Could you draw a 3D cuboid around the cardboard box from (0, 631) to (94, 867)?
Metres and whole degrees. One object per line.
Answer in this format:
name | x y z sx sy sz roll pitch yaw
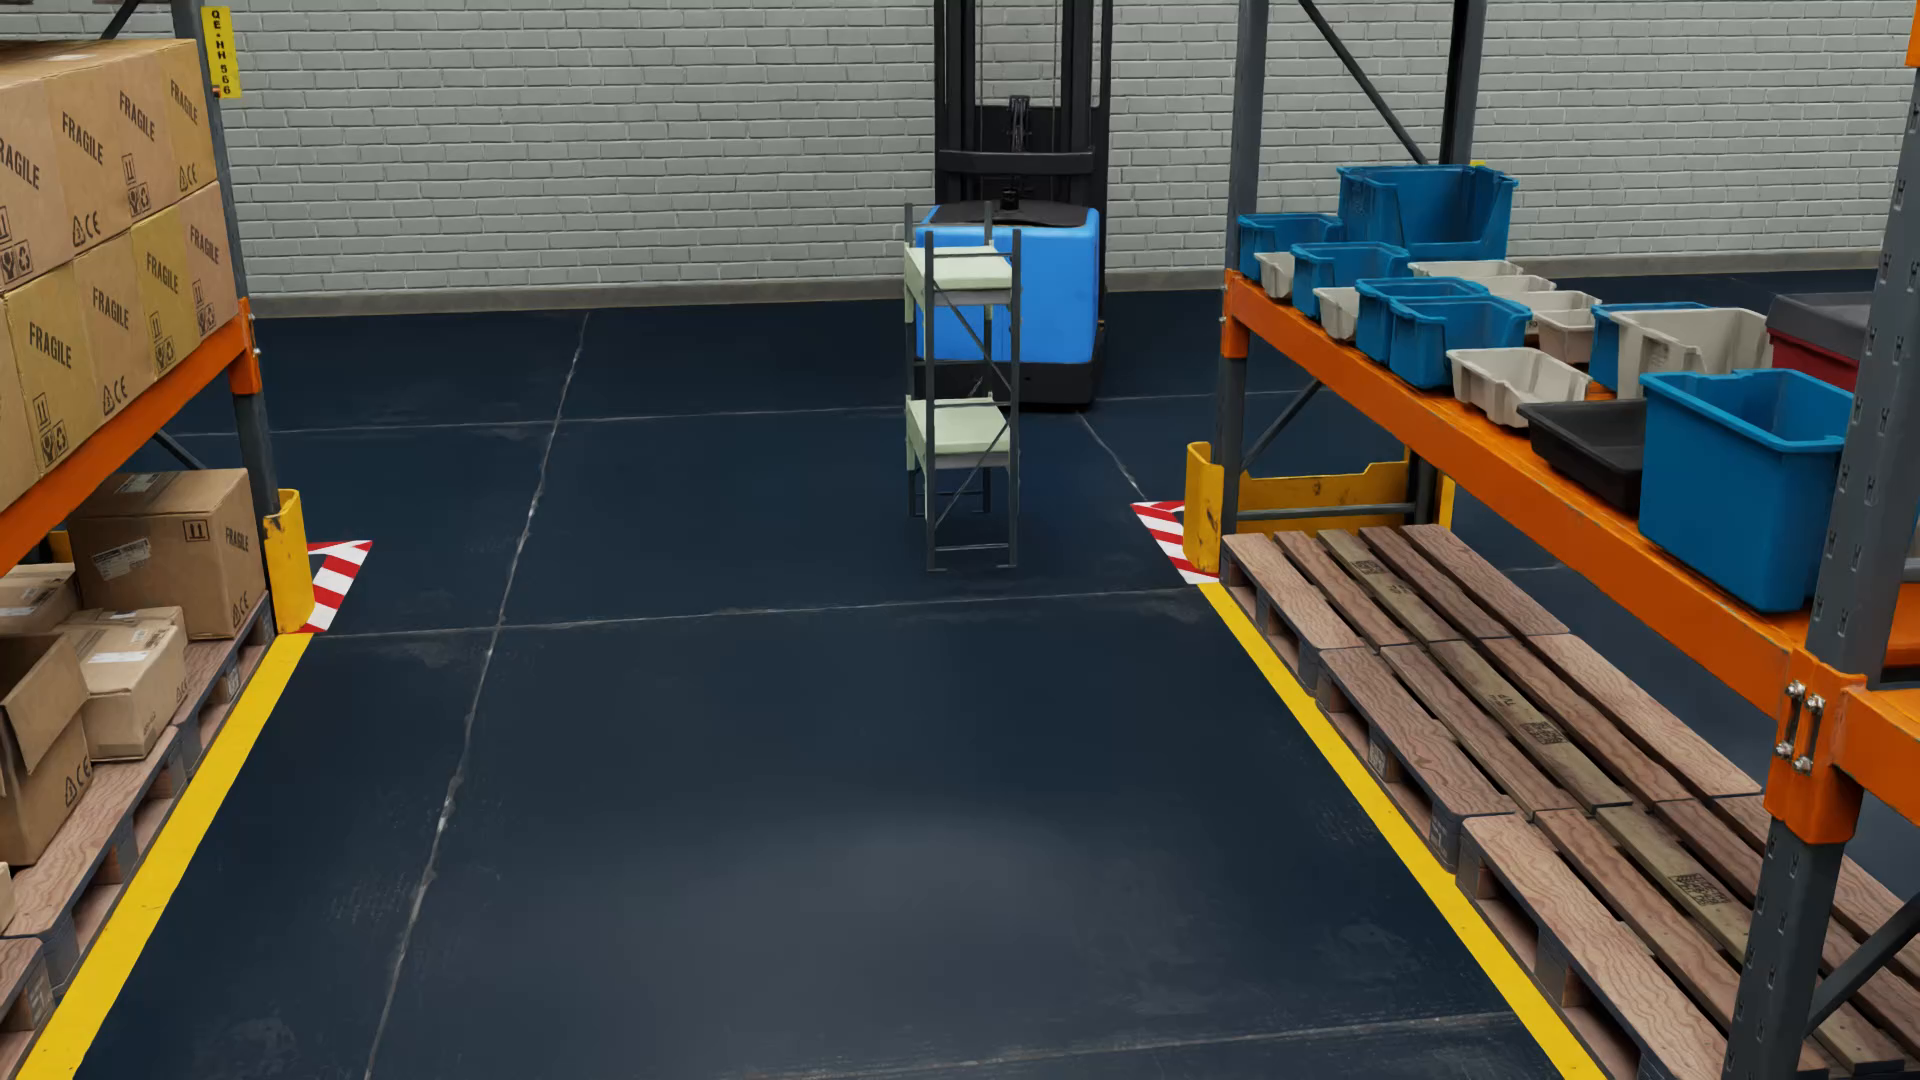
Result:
cardboard box | -2.977 0.611 4.733 0.797 0.503 0.637 -3 21 -8

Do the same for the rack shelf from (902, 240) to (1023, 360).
rack shelf | 0.001 -1.066 7.311 0.431 0.370 0.720 -3 21 -8

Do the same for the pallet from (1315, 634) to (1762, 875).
pallet | 1.877 0.679 5.596 1.003 0.211 1.213 -3 21 -8

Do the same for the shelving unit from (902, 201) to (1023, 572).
shelving unit | 0.001 -0.700 7.448 0.431 1.500 0.755 -3 21 -8

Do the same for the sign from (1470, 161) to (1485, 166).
sign | 2.166 -1.446 7.067 0.100 0.325 0.005 -3 21 -8

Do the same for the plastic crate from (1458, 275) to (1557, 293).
plastic crate | 1.948 -0.866 6.039 0.396 0.136 0.243 -3 21 -8

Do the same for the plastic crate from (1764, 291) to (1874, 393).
plastic crate | 2.320 -0.331 4.138 0.402 0.464 0.583 -3 21 -8

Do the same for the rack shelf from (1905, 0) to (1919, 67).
rack shelf | 1.913 -1.712 4.753 1.077 0.370 4.000 -3 21 -8

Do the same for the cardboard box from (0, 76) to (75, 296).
cardboard box | -2.715 -0.930 4.348 0.500 0.500 0.500 -2 21 -6

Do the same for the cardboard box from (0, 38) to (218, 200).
cardboard box | -2.942 -1.462 5.773 0.500 0.500 0.500 -3 21 -8

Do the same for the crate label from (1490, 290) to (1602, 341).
crate label | 2.013 -0.771 5.785 0.396 0.136 0.243 -3 21 -8

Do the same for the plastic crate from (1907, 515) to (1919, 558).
plastic crate | 2.275 -0.024 3.784 0.396 0.136 0.243 -3 21 -8

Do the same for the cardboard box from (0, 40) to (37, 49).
cardboard box | -3.475 -1.436 5.701 0.500 0.500 0.500 -2 21 -6

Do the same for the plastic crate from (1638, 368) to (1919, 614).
plastic crate | 1.796 -0.116 3.677 0.392 0.384 0.575 -3 21 -8

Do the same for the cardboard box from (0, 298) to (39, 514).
cardboard box | -2.652 -0.290 4.063 0.500 0.500 0.500 -3 21 -8

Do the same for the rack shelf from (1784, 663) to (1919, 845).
rack shelf | 2.489 1.078 1.570 1.077 0.370 4.000 -3 21 -8

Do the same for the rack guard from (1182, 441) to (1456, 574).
rack guard | 1.608 -0.173 7.464 1.175 0.500 0.348 -3 21 -8

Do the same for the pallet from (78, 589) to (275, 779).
pallet | -3.151 0.521 6.019 1.003 0.211 1.213 -3 21 -8

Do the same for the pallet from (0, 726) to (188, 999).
pallet | -2.978 0.943 4.891 1.003 0.211 1.213 -3 21 -8

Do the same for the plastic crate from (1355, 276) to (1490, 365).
plastic crate | 1.524 -0.728 5.531 0.416 0.233 0.300 -3 21 -8

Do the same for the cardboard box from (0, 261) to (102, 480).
cardboard box | -2.727 -0.466 4.534 0.500 0.500 0.500 -3 21 -9

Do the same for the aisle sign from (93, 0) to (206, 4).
aisle sign | -2.985 -2.344 5.990 0.394 0.787 0.004 -3 21 -8

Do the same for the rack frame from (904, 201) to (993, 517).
rack frame | -0.052 -0.827 7.787 0.400 1.500 0.023 -3 21 -8

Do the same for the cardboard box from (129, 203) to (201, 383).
cardboard box | -2.866 -0.813 5.464 0.500 0.500 0.500 -3 21 -7

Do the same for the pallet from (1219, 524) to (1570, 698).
pallet | 1.705 0.258 6.724 1.003 0.211 1.213 -3 21 -8

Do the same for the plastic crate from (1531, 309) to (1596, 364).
plastic crate | 2.074 -0.669 5.513 0.298 0.136 0.250 -3 21 -8

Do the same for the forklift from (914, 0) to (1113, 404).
forklift | 0.414 -2.635 10.582 1.130 2.935 3.031 2 21 6

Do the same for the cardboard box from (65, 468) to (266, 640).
cardboard box | -2.956 0.053 6.230 0.500 0.500 0.500 -3 21 -8

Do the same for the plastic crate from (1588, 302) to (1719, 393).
plastic crate | 2.174 -0.588 5.156 0.416 0.233 0.300 -3 21 -8

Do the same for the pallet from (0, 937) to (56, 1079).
pallet | -2.799 1.366 3.757 1.003 0.211 1.213 -3 21 -8

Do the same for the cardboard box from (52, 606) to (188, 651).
cardboard box | -2.986 0.354 5.901 0.380 0.166 0.250 -3 21 -8

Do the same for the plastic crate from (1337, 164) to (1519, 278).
plastic crate | 1.857 -1.274 6.704 0.616 0.435 0.499 -3 21 -8

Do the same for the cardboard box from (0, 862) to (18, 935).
cardboard box | -2.682 0.963 4.270 0.380 0.166 0.250 -3 21 -8

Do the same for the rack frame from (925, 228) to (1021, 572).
rack frame | 0.054 -0.574 7.108 0.400 1.500 0.023 -3 21 -8

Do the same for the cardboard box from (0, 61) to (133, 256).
cardboard box | -2.789 -1.108 4.824 0.500 0.500 0.500 -2 21 -6

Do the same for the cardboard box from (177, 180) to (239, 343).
cardboard box | -2.944 -0.993 5.945 0.500 0.500 0.500 -2 21 -6

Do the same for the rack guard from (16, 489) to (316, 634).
rack guard | -3.267 0.110 6.707 1.175 0.500 0.348 -3 21 -8

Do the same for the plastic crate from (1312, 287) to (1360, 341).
plastic crate | 1.396 -0.788 5.831 0.250 0.136 0.298 -3 21 -8

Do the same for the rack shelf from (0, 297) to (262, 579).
rack shelf | -2.990 -0.058 4.612 1.077 0.370 4.000 -3 21 -8

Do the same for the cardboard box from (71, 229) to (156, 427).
cardboard box | -2.799 -0.640 5.001 0.500 0.500 0.500 -3 21 -7

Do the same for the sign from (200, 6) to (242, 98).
sign | -2.726 -1.799 6.139 0.100 0.325 0.005 -3 21 -8

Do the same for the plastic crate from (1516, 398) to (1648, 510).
plastic crate | 1.774 -0.224 4.337 0.437 0.125 0.590 -3 21 -8

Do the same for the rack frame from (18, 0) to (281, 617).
rack frame | -3.278 -1.087 6.340 1.000 3.000 0.127 -3 21 -8

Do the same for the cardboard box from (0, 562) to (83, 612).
cardboard box | -3.558 0.204 6.328 0.380 0.149 0.250 -3 21 -8

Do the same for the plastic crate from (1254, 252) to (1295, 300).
plastic crate | 1.298 -1.023 6.460 0.250 0.136 0.298 -3 21 -8

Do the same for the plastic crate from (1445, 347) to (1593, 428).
plastic crate | 1.652 -0.443 4.907 0.293 0.136 0.466 -3 21 -8

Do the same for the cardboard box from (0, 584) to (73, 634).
cardboard box | -3.408 0.370 5.739 0.500 0.250 0.500 -3 21 -8

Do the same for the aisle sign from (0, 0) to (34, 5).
aisle sign | -3.578 -2.314 5.909 0.394 0.787 0.004 -3 21 -8

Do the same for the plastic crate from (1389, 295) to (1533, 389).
plastic crate | 1.567 -0.624 5.253 0.416 0.233 0.300 -3 21 -8

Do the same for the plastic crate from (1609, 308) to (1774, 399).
plastic crate | 2.163 -0.462 4.749 0.437 0.282 0.530 -3 21 -8

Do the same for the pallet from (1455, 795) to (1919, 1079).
pallet | 2.056 1.103 4.462 1.003 0.211 1.213 -3 21 -8

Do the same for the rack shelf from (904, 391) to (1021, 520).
rack shelf | 0.001 -0.395 7.562 0.431 0.370 0.720 -3 21 -8

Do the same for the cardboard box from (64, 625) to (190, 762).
cardboard box | -2.849 0.501 5.389 0.500 0.250 0.500 -3 21 -8

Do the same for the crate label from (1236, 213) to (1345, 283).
crate label | 1.334 -1.184 6.751 0.416 0.233 0.303 -3 21 -8

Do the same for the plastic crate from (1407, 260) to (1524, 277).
plastic crate | 1.921 -0.967 6.310 0.396 0.136 0.243 -3 21 -8

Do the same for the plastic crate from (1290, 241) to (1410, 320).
plastic crate | 1.429 -0.956 6.141 0.416 0.233 0.300 -3 21 -8

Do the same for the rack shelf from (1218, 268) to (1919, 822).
rack shelf | 1.913 -0.306 5.278 1.077 0.370 4.000 -3 21 -8

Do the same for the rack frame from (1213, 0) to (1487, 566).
rack frame | 1.624 -1.336 7.006 1.000 3.000 0.127 -3 21 -8

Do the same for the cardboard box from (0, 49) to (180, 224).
cardboard box | -2.868 -1.288 5.304 0.500 0.500 0.500 -2 21 -6
